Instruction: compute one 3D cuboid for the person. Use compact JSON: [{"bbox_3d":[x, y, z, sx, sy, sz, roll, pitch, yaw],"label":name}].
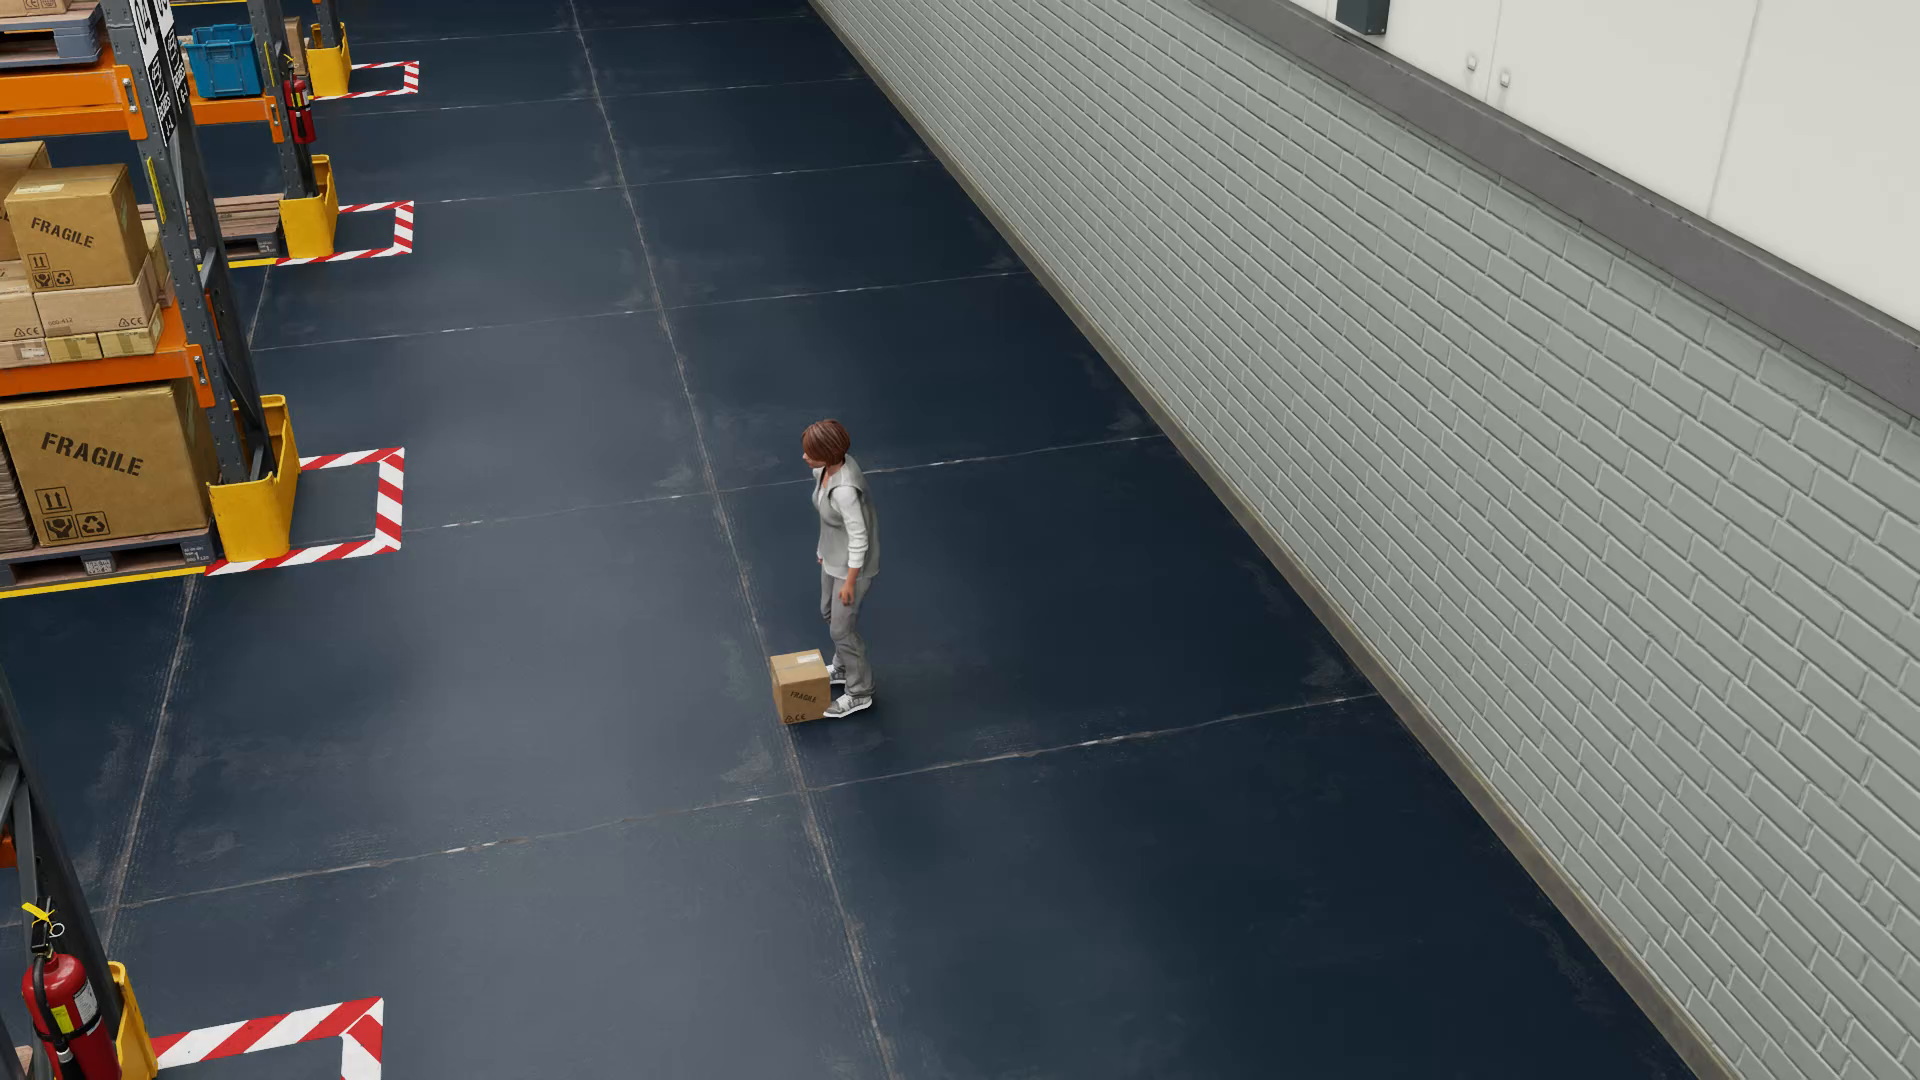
[{"bbox_3d":[-0.569,0.127,8.035,0.342,1.582,0.485,-10,32,-16],"label":"person"}]
